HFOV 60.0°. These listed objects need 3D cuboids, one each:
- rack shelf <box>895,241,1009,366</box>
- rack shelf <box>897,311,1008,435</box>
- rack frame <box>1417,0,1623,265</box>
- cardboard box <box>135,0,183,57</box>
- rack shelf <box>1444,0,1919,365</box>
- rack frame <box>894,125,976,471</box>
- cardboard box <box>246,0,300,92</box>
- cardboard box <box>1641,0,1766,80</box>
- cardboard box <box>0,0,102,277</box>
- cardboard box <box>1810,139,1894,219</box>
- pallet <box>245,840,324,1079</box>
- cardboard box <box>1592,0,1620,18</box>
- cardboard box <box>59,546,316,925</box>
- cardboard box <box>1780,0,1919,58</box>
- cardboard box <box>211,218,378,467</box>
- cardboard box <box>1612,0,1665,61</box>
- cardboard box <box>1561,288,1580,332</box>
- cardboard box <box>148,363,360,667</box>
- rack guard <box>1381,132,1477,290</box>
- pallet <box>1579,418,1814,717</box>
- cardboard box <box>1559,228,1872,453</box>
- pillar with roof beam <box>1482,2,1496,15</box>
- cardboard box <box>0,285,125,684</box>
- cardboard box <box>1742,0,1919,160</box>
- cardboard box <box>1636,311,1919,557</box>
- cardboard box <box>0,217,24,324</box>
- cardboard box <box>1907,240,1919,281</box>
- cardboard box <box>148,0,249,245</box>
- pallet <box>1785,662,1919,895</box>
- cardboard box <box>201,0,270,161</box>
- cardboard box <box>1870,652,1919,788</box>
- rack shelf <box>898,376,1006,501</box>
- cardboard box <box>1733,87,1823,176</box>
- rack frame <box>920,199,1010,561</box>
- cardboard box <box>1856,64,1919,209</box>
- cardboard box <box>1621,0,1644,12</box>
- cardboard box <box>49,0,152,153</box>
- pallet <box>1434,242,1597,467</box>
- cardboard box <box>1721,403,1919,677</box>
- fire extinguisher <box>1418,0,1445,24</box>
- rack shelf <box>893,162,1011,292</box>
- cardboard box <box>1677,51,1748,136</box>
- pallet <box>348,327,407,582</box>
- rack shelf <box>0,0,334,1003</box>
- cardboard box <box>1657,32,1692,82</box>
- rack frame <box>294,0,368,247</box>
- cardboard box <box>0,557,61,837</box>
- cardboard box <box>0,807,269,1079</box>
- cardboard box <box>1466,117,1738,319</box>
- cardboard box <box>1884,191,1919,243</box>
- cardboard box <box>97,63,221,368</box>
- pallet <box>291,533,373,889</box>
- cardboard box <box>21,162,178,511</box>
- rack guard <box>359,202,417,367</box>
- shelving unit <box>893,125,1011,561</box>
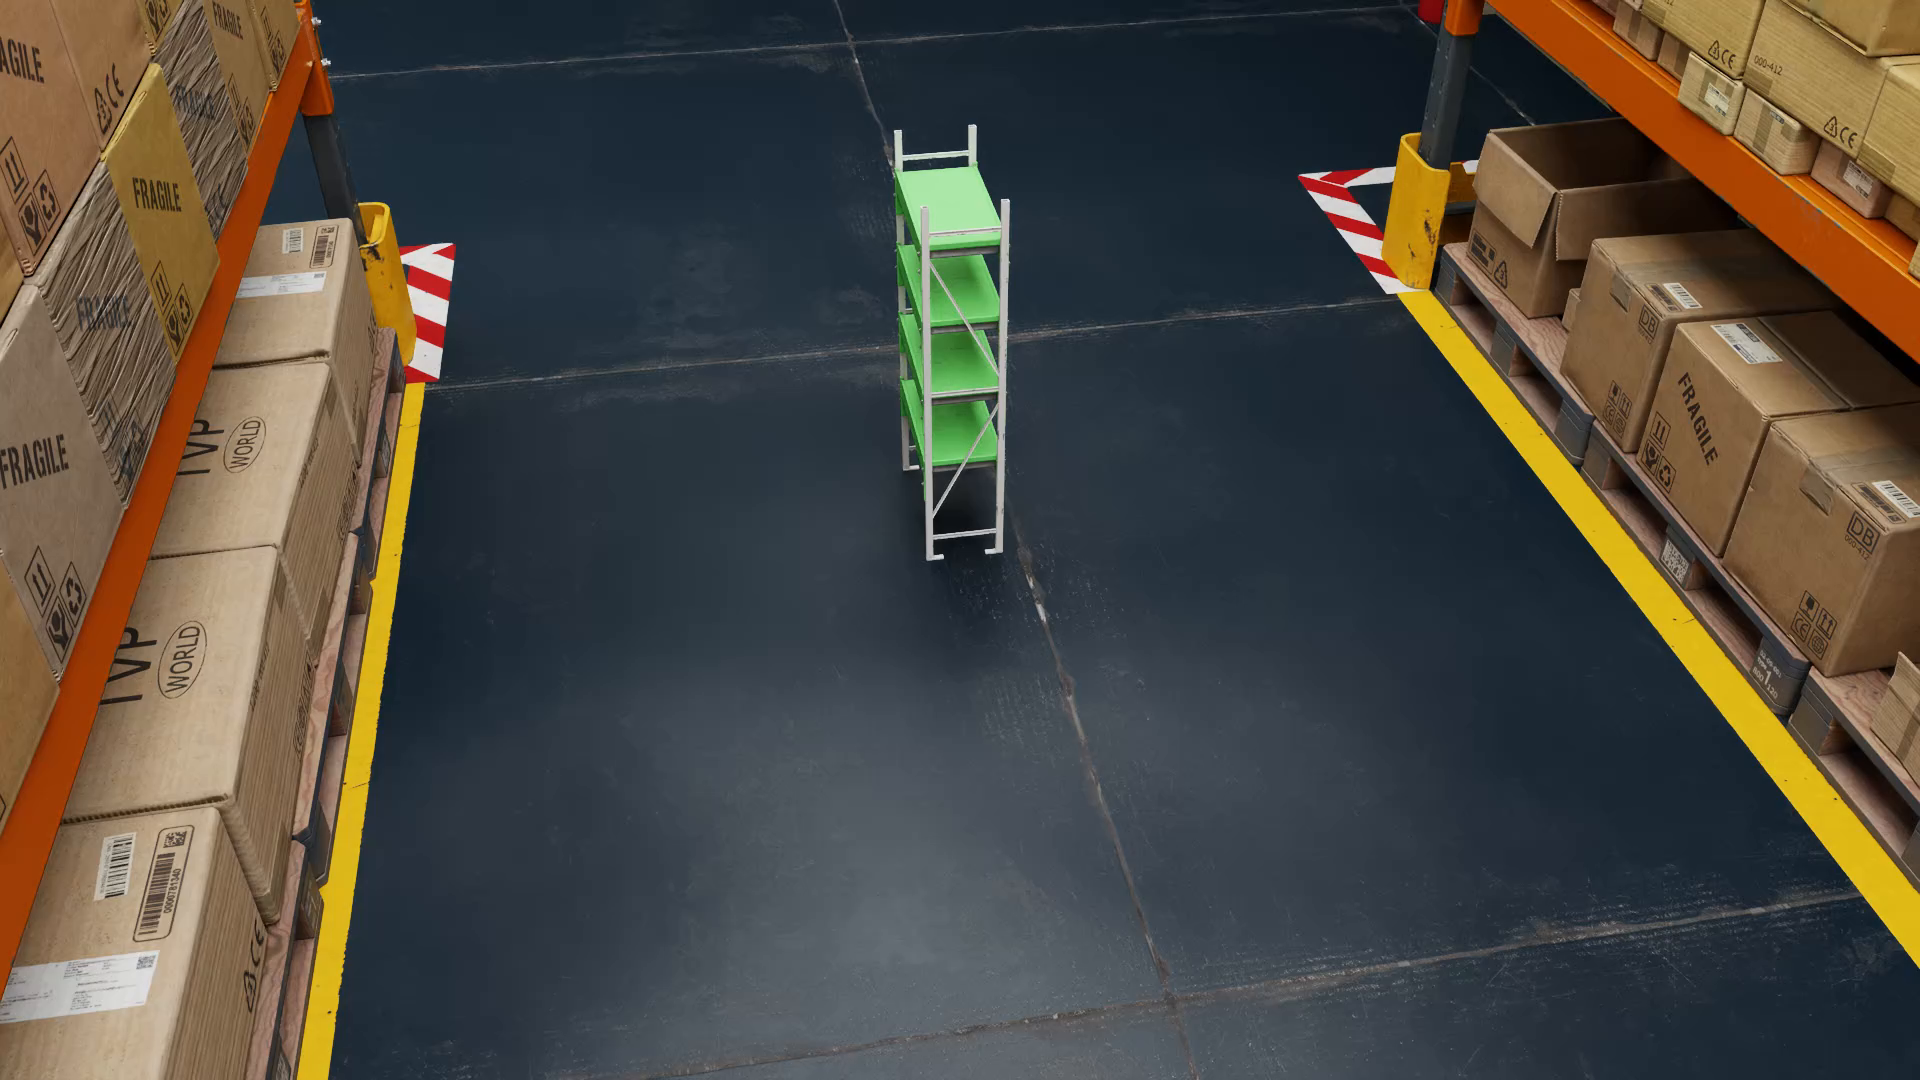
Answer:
[{"bbox_3d":[-0.029,-0.713,4.903,0.258,0.148,0.480,-6,38,-8],"label":"rack shelf"},{"bbox_3d":[-0.029,-0.523,5.050,0.258,0.148,0.480,-6,38,-8],"label":"rack shelf"},{"bbox_3d":[2.286,-2.370,5.856,1.000,3.000,0.127,-6,38,-8],"label":"rack frame"},{"bbox_3d":[-2.077,-1.392,3.700,0.500,0.500,0.500,-6,38,-8],"label":"cardboard box"},{"bbox_3d":[2.637,-0.878,4.522,1.077,0.370,4.000,-6,38,-8],"label":"rack shelf"},{"bbox_3d":[-0.072,-0.721,5.200,0.240,1.200,0.015,-6,38,-8],"label":"rack frame"},{"bbox_3d":[-2.255,-1.611,4.797,0.500,0.500,0.500,-6,38,-8],"label":"cardboard box"},{"bbox_3d":[2.281,-1.515,4.635,0.500,0.250,0.500,-7,38,-9],"label":"cardboard box"},{"bbox_3d":[-1.905,-0.783,2.916,0.500,0.500,0.500,-6,38,-7],"label":"cardboard box"},{"bbox_3d":[2.430,-0.955,4.239,0.380,0.149,0.250,-6,38,-8],"label":"cardboard box"},{"bbox_3d":[-1.955,1.215,3.514,1.003,0.211,1.213,-6,38,-8],"label":"pallet"},{"bbox_3d":[2.244,-1.740,5.249,0.380,0.149,0.250,-7,38,-9],"label":"cardboard box"},{"bbox_3d":[-2.061,0.496,3.912,0.875,0.438,0.875,-7,38,-9],"label":"cardboard box"},{"bbox_3d":[2.364,-1.516,4.025,0.500,0.500,0.500,-5,38,-7],"label":"cardboard box"},{"bbox_3d":[-2.386,-0.601,5.324,0.875,0.438,0.875,-7,38,-9],"label":"cardboard box"},{"bbox_3d":[2.228,-1.580,5.044,0.380,0.149,0.250,-5,38,-7],"label":"cardboard box"},{"bbox_3d":[2.336,-0.770,5.778,0.380,0.149,0.250,-8,38,-10],"label":"cardboard box"},{"bbox_3d":[-2.217,-0.049,4.614,0.875,0.438,0.875,-5,38,-7],"label":"cardboard box"},{"bbox_3d":[2.299,-1.337,6.564,1.175,0.500,0.348,-6,38,-8],"label":"rack guard"},{"bbox_3d":[2.651,-0.007,5.087,1.003,0.211,1.213,-6,38,-8],"label":"pallet"},{"bbox_3d":[2.411,-0.649,5.336,0.700,0.500,0.500,-5,38,-6],"label":"cardboard box"},{"bbox_3d":[-1.538,-6.002,5.641,9.100,9.000,0.400,-6,38,-8],"label":"pillar with roof beam"},{"bbox_3d":[-1.808,-0.074,2.819,0.500,0.500,0.500,-6,38,-8],"label":"cardboard box"},{"bbox_3d":[2.392,-1.209,4.241,0.500,0.250,0.500,-7,38,-9],"label":"cardboard box"},{"bbox_3d":[2.406,-0.319,4.911,0.500,0.500,0.500,-6,38,-7],"label":"cardboard box"},{"bbox_3d":[-1.826,-0.472,2.516,0.500,0.500,0.500,-7,38,-9],"label":"cardboard box"},{"bbox_3d":[2.455,-0.643,3.837,0.380,0.149,0.250,-7,38,-9],"label":"cardboard box"},{"bbox_3d":[-2.082,-0.997,4.006,0.500,0.500,0.500,-5,38,-7],"label":"cardboard box"},{"bbox_3d":[2.868,0.732,4.136,1.003,0.211,1.213,-6,38,-8],"label":"pallet"},{"bbox_3d":[-2.182,-1.306,4.405,0.500,0.500,0.500,-7,38,-9],"label":"cardboard box"},{"bbox_3d":[2.538,0.439,4.126,0.396,0.266,0.258,-5,38,-6],"label":"cardboard box"},{"bbox_3d":[-0.029,-0.334,5.197,0.258,0.148,0.480,-6,38,-8],"label":"rack shelf"},{"bbox_3d":[2.317,-1.103,4.429,0.380,0.149,0.250,-5,38,-7],"label":"cardboard box"},{"bbox_3d":[0.014,-0.426,4.821,0.240,1.200,0.015,-6,38,-8],"label":"rack frame"},{"bbox_3d":[2.481,-0.898,3.840,0.500,0.250,0.500,-6,38,-8],"label":"cardboard box"},{"bbox_3d":[2.189,-1.821,5.029,0.500,0.250,0.500,-6,38,-7],"label":"cardboard box"},{"bbox_3d":[-1.991,-1.088,3.308,0.500,0.500,0.500,-6,38,-8],"label":"cardboard box"},{"bbox_3d":[2.440,-0.742,6.033,1.003,0.211,1.213,-6,38,-8],"label":"pallet"},{"bbox_3d":[2.593,-0.022,4.529,0.700,0.500,0.500,-8,38,-10],"label":"cardboard box"},{"bbox_3d":[1.805,-2.232,6.045,0.296,0.674,0.183,-6,38,-8],"label":"fire extinguisher"},{"bbox_3d":[-0.029,-0.902,4.755,0.258,0.148,0.480,-6,38,-8],"label":"rack shelf"},{"bbox_3d":[2.250,-1.260,4.631,0.380,0.149,0.250,-7,38,-9],"label":"cardboard box"},{"bbox_3d":[-2.383,-0.259,5.411,1.003,0.211,1.213,-6,38,-8],"label":"pallet"},{"bbox_3d":[-2.250,-0.342,3.832,1.077,0.370,4.000,-6,38,-8],"label":"rack shelf"},{"bbox_3d":[2.280,-1.421,4.838,0.380,0.149,0.250,-6,38,-7],"label":"cardboard box"},{"bbox_3d":[-2.600,-1.834,5.166,1.000,3.000,0.127,-6,38,-8],"label":"rack frame"},{"bbox_3d":[-1.723,0.231,2.427,0.500,0.500,0.500,-5,38,-6],"label":"cardboard box"},{"bbox_3d":[-1.903,1.037,3.217,0.875,0.438,0.875,-7,38,-9],"label":"cardboard box"},{"bbox_3d":[2.300,-1.171,6.005,0.797,0.503,0.637,-8,38,-10],"label":"cardboard box"},{"bbox_3d":[2.519,-0.811,4.053,0.380,0.149,0.250,-6,38,-7],"label":"cardboard box"},{"bbox_3d":[-1.979,-0.686,3.607,0.500,0.500,0.500,-5,38,-7],"label":"cardboard box"},{"bbox_3d":[-2.172,0.477,4.464,1.003,0.211,1.213,-6,38,-8],"label":"pallet"},{"bbox_3d":[-1.888,-0.375,3.206,0.500,0.500,0.500,-6,38,-8],"label":"cardboard box"},{"bbox_3d":[-2.604,-0.862,5.952,1.175,0.500,0.348,-6,38,-8],"label":"rack guard"},{"bbox_3d":[-0.029,-0.574,5.011,0.258,1.200,0.503,-6,38,-8],"label":"shelving unit"}]
